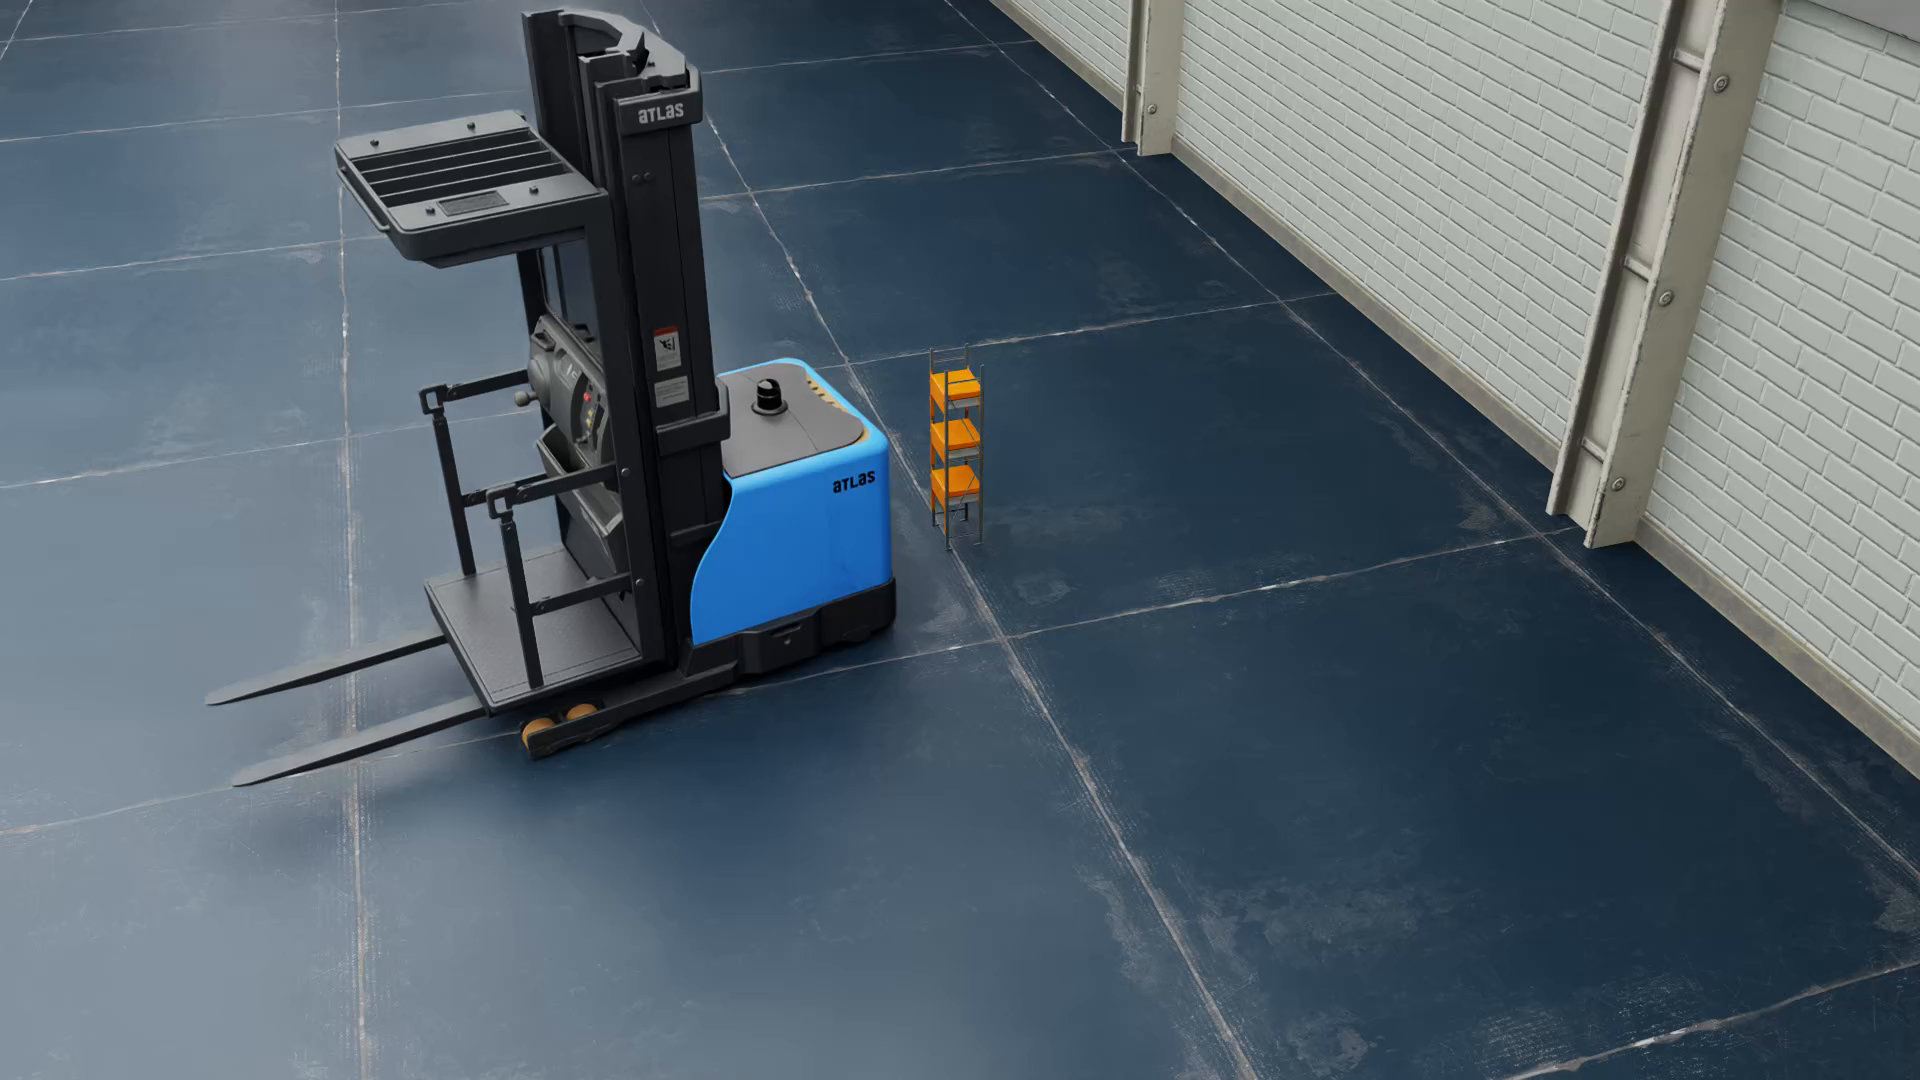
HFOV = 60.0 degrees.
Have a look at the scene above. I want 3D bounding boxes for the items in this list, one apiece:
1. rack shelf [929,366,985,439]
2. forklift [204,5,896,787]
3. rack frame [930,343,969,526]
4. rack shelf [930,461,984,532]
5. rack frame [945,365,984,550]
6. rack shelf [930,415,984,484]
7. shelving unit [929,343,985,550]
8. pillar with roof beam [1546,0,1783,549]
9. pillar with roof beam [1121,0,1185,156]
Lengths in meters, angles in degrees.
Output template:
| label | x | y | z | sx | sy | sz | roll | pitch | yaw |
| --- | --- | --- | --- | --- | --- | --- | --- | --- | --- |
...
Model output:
| label | x | y | z | sx | sy | sz | roll | pitch | yaw |
| --- | --- | --- | --- | --- | --- | --- | --- | --- | --- |
| rack shelf | -0.016 | -0.694 | 8.352 | 0.215 | 0.259 | 0.240 | -10 | 35 | -15 |
| forklift | -1.842 | -0.606 | 7.008 | 3.031 | 2.935 | 1.130 | -18 | 37 | -25 |
| rack frame | -0.054 | -0.530 | 8.600 | 0.200 | 1.050 | 0.008 | -10 | 35 | -15 |
| rack shelf | -0.016 | -0.225 | 8.662 | 0.215 | 0.259 | 0.240 | -10 | 35 | -15 |
| rack frame | 0.021 | -0.402 | 8.406 | 0.200 | 1.050 | 0.008 | -10 | 35 | -15 |
| rack shelf | -0.016 | -0.457 | 8.509 | 0.215 | 0.259 | 0.240 | -10 | 35 | -15 |
| shelving unit | -0.016 | -0.466 | 8.503 | 0.215 | 1.050 | 0.252 | -10 | 35 | -15 |
| pillar with roof beam | -0.730 | -3.113 | 5.299 | 9.100 | 9.000 | 0.400 | -10 | 35 | -15 |
| pillar with roof beam | -2.560 | -6.263 | 10.066 | 9.100 | 9.000 | 0.400 | -10 | 35 | -15 |
